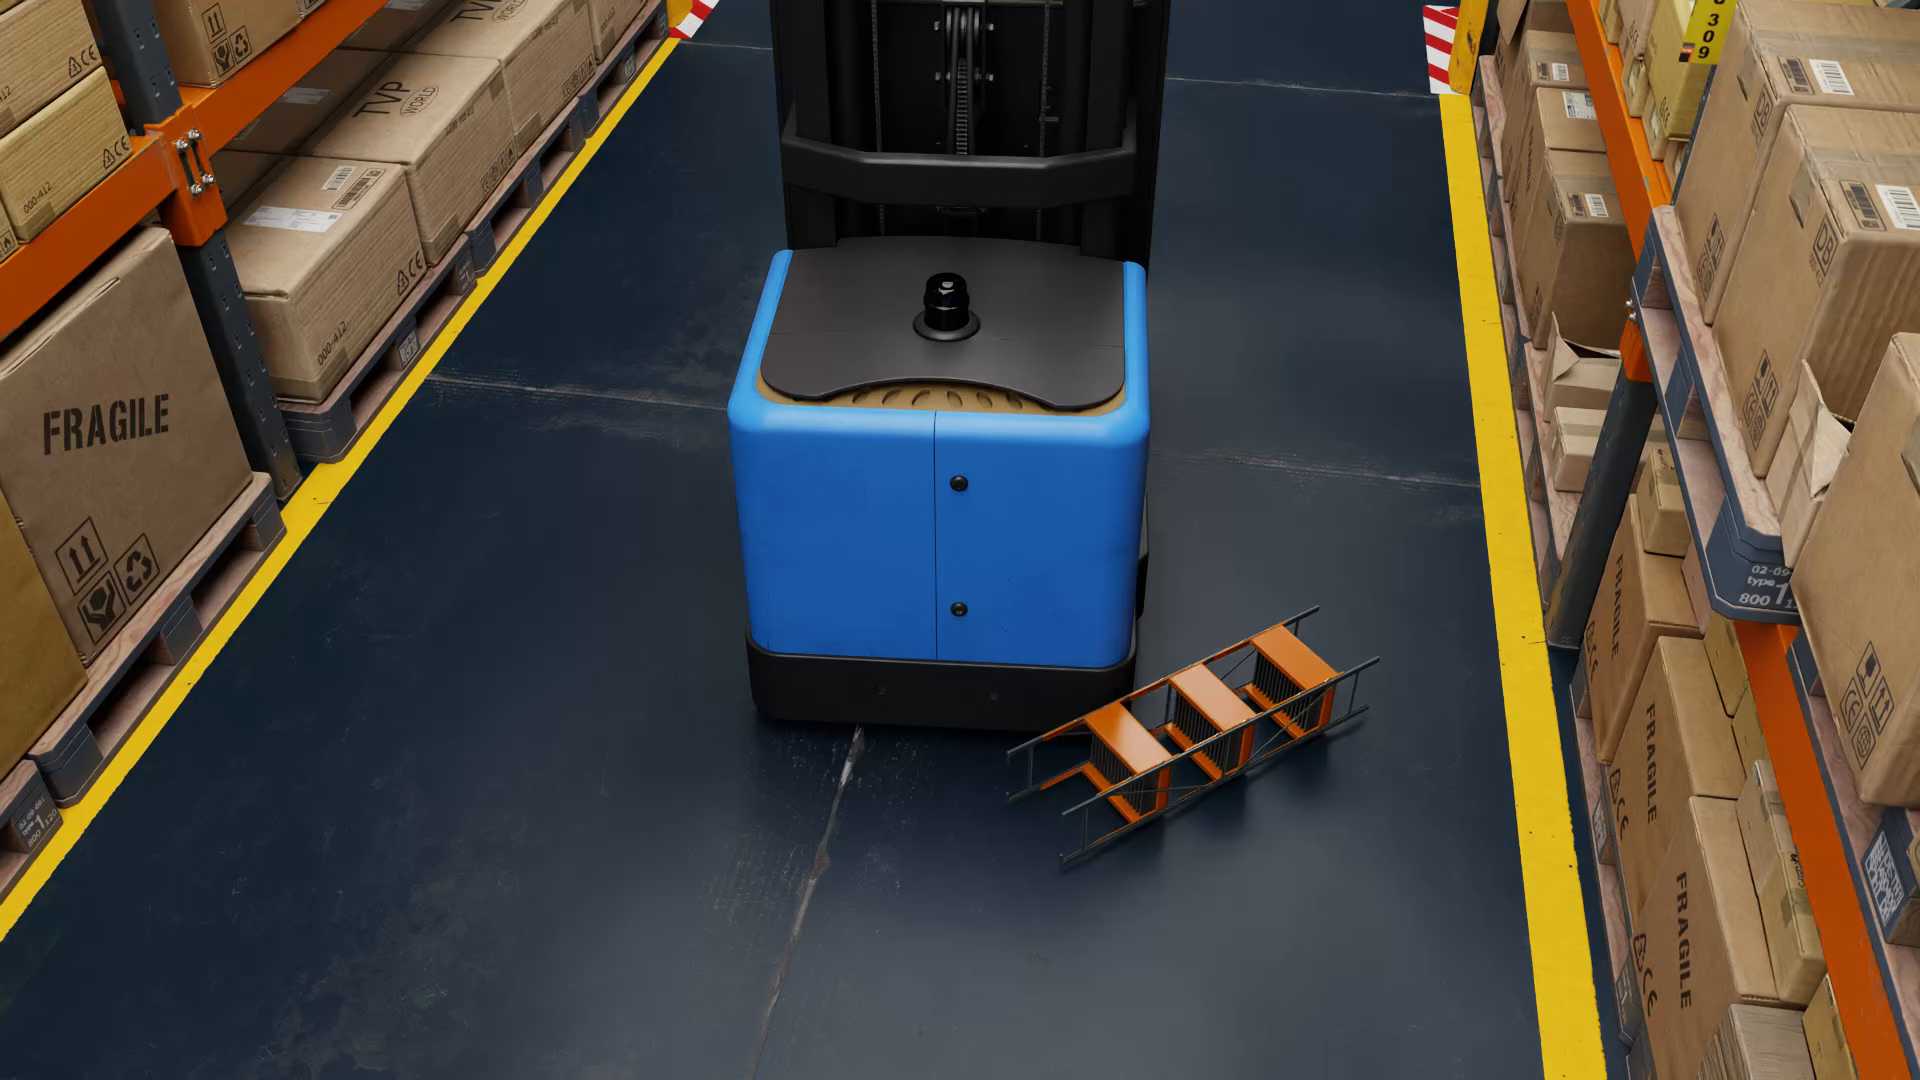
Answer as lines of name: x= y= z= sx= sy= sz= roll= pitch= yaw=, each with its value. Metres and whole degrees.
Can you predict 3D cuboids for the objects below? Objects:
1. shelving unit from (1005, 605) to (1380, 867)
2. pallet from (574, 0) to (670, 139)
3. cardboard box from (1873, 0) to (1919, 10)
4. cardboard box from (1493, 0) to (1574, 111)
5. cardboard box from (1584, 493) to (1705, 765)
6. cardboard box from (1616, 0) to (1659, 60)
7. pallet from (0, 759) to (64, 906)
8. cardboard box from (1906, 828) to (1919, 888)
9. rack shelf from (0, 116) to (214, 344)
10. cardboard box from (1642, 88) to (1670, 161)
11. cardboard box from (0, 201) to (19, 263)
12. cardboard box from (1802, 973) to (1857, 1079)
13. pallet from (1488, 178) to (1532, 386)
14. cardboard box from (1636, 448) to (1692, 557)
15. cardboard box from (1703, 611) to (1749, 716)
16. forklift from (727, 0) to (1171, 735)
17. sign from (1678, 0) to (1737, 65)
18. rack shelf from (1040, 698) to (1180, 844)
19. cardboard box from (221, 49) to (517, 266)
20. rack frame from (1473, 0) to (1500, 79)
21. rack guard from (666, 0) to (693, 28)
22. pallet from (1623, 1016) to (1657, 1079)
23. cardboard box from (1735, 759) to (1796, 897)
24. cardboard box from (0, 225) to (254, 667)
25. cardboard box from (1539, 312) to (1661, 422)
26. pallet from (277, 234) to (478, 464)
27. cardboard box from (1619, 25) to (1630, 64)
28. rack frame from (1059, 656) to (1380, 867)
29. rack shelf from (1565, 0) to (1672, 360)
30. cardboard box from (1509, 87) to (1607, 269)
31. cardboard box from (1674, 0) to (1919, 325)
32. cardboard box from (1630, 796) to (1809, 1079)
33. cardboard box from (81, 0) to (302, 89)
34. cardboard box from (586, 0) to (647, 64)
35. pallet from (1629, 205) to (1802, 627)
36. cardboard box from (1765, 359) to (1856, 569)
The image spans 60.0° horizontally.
shelving unit: x=0.630 y=0.506 z=4.445 sx=1.050 sy=0.215 sz=0.252 roll=-22 pitch=44 yaw=-24
pallet: x=-2.037 y=-2.293 z=7.858 sx=1.003 sy=0.211 sz=1.213 roll=6 pitch=40 yaw=8
cardboard box: x=2.573 y=-1.161 z=4.184 sx=0.500 sy=0.250 sz=0.500 roll=6 pitch=40 yaw=7
cardboard box: x=2.715 y=-2.160 z=7.137 sx=0.797 sy=0.503 sz=0.637 roll=5 pitch=40 yaw=6
cardboard box: x=1.916 y=0.257 z=4.217 sx=0.500 sy=0.500 sz=0.500 roll=8 pitch=40 yaw=10
cardboard box: x=2.142 y=-1.542 z=4.646 sx=0.500 sy=0.250 sz=0.500 roll=7 pitch=40 yaw=8
pallet: x=-2.936 y=0.967 z=3.914 sx=1.003 sy=0.211 sz=1.213 roll=6 pitch=40 yaw=8
cardboard box: x=1.630 y=0.441 z=1.952 sx=0.797 sy=0.503 sz=0.637 roll=6 pitch=40 yaw=7
rack shelf: x=-3.014 y=0.165 z=3.261 sx=1.077 sy=0.370 sz=4.000 roll=6 pitch=40 yaw=8
cardboard box: x=2.052 y=-1.120 z=4.447 sx=0.380 sy=0.149 sz=0.250 roll=7 pitch=40 yaw=9
cardboard box: x=-2.586 y=-0.681 z=3.838 sx=0.500 sy=0.250 sz=0.500 roll=6 pitch=40 yaw=7
cardboard box: x=1.715 y=0.923 z=2.902 sx=0.380 sy=0.149 sz=0.250 roll=7 pitch=40 yaw=8
pallet: x=2.550 y=-0.947 z=6.230 sx=1.003 sy=0.211 sz=1.213 roll=6 pitch=40 yaw=8
cardboard box: x=1.897 y=-0.076 z=4.110 sx=0.380 sy=0.149 sz=0.250 roll=8 pitch=40 yaw=10
cardboard box: x=1.893 y=0.269 z=3.693 sx=0.380 sy=0.149 sz=0.250 roll=4 pitch=40 yaw=5
forklift: x=0.043 y=-1.527 z=4.797 sx=1.130 sy=2.935 sz=3.031 roll=3 pitch=40 yaw=3
sign: x=1.686 y=-1.212 z=3.682 sx=0.100 sy=0.325 sz=0.005 roll=6 pitch=40 yaw=8
rack shelf: x=0.387 y=0.604 z=4.327 sx=0.259 sy=0.215 sz=0.240 roll=-22 pitch=44 yaw=-24
cardboard box: x=-2.299 y=-1.486 z=6.375 sx=0.875 sy=0.438 sz=0.875 roll=5 pitch=40 yaw=6
rack frame: x=2.914 y=-3.333 z=6.927 sx=1.000 sy=3.000 sz=0.127 roll=6 pitch=40 yaw=8
rack guard: x=-1.972 y=-2.930 z=8.401 sx=1.175 sy=0.500 sz=0.348 roll=6 pitch=40 yaw=8
pallet: x=1.909 y=1.534 z=3.229 sx=1.003 sy=0.211 sz=1.213 roll=6 pitch=40 yaw=8
cardboard box: x=1.778 y=0.595 z=3.299 sx=0.380 sy=0.149 sz=0.250 roll=6 pitch=40 yaw=8
cardboard box: x=-2.696 y=-0.313 z=4.612 sx=0.875 sy=0.875 sz=0.875 roll=8 pitch=40 yaw=9
cardboard box: x=2.090 y=-0.537 z=5.362 sx=0.396 sy=0.266 sz=0.258 roll=8 pitch=40 yaw=9
pallet: x=-2.459 y=-0.762 z=6.006 sx=1.003 sy=0.211 sz=1.213 roll=6 pitch=40 yaw=8
cardboard box: x=2.145 y=-1.447 z=4.844 sx=0.380 sy=0.149 sz=0.250 roll=7 pitch=40 yaw=9
rack frame: x=0.696 y=0.572 z=4.366 sx=1.050 sy=0.200 sz=0.008 roll=-22 pitch=44 yaw=-24
rack shelf: x=2.568 y=-1.801 z=5.639 sx=1.077 sy=0.370 sz=4.000 roll=6 pitch=40 yaw=8
cardboard box: x=2.338 y=-1.305 z=6.107 sx=0.500 sy=0.500 sz=0.500 roll=7 pitch=40 yaw=8
cardboard box: x=1.918 y=-0.744 z=3.388 sx=0.700 sy=0.500 sz=0.500 roll=7 pitch=40 yaw=9
cardboard box: x=1.743 y=0.905 z=3.433 sx=0.500 sy=0.500 sz=0.500 roll=5 pitch=40 yaw=6
cardboard box: x=-2.329 y=-1.672 z=4.840 sx=0.500 sy=0.500 sz=0.500 roll=8 pitch=40 yaw=9
cardboard box: x=-1.991 y=-2.627 z=7.755 sx=0.875 sy=0.438 sz=0.875 roll=5 pitch=40 yaw=6
pallet: x=1.976 y=-0.259 z=3.360 sx=1.003 sy=0.211 sz=1.213 roll=6 pitch=40 yaw=8
cardboard box: x=1.603 y=-0.103 z=2.797 sx=0.396 sy=0.266 sz=0.258 roll=8 pitch=40 yaw=10
